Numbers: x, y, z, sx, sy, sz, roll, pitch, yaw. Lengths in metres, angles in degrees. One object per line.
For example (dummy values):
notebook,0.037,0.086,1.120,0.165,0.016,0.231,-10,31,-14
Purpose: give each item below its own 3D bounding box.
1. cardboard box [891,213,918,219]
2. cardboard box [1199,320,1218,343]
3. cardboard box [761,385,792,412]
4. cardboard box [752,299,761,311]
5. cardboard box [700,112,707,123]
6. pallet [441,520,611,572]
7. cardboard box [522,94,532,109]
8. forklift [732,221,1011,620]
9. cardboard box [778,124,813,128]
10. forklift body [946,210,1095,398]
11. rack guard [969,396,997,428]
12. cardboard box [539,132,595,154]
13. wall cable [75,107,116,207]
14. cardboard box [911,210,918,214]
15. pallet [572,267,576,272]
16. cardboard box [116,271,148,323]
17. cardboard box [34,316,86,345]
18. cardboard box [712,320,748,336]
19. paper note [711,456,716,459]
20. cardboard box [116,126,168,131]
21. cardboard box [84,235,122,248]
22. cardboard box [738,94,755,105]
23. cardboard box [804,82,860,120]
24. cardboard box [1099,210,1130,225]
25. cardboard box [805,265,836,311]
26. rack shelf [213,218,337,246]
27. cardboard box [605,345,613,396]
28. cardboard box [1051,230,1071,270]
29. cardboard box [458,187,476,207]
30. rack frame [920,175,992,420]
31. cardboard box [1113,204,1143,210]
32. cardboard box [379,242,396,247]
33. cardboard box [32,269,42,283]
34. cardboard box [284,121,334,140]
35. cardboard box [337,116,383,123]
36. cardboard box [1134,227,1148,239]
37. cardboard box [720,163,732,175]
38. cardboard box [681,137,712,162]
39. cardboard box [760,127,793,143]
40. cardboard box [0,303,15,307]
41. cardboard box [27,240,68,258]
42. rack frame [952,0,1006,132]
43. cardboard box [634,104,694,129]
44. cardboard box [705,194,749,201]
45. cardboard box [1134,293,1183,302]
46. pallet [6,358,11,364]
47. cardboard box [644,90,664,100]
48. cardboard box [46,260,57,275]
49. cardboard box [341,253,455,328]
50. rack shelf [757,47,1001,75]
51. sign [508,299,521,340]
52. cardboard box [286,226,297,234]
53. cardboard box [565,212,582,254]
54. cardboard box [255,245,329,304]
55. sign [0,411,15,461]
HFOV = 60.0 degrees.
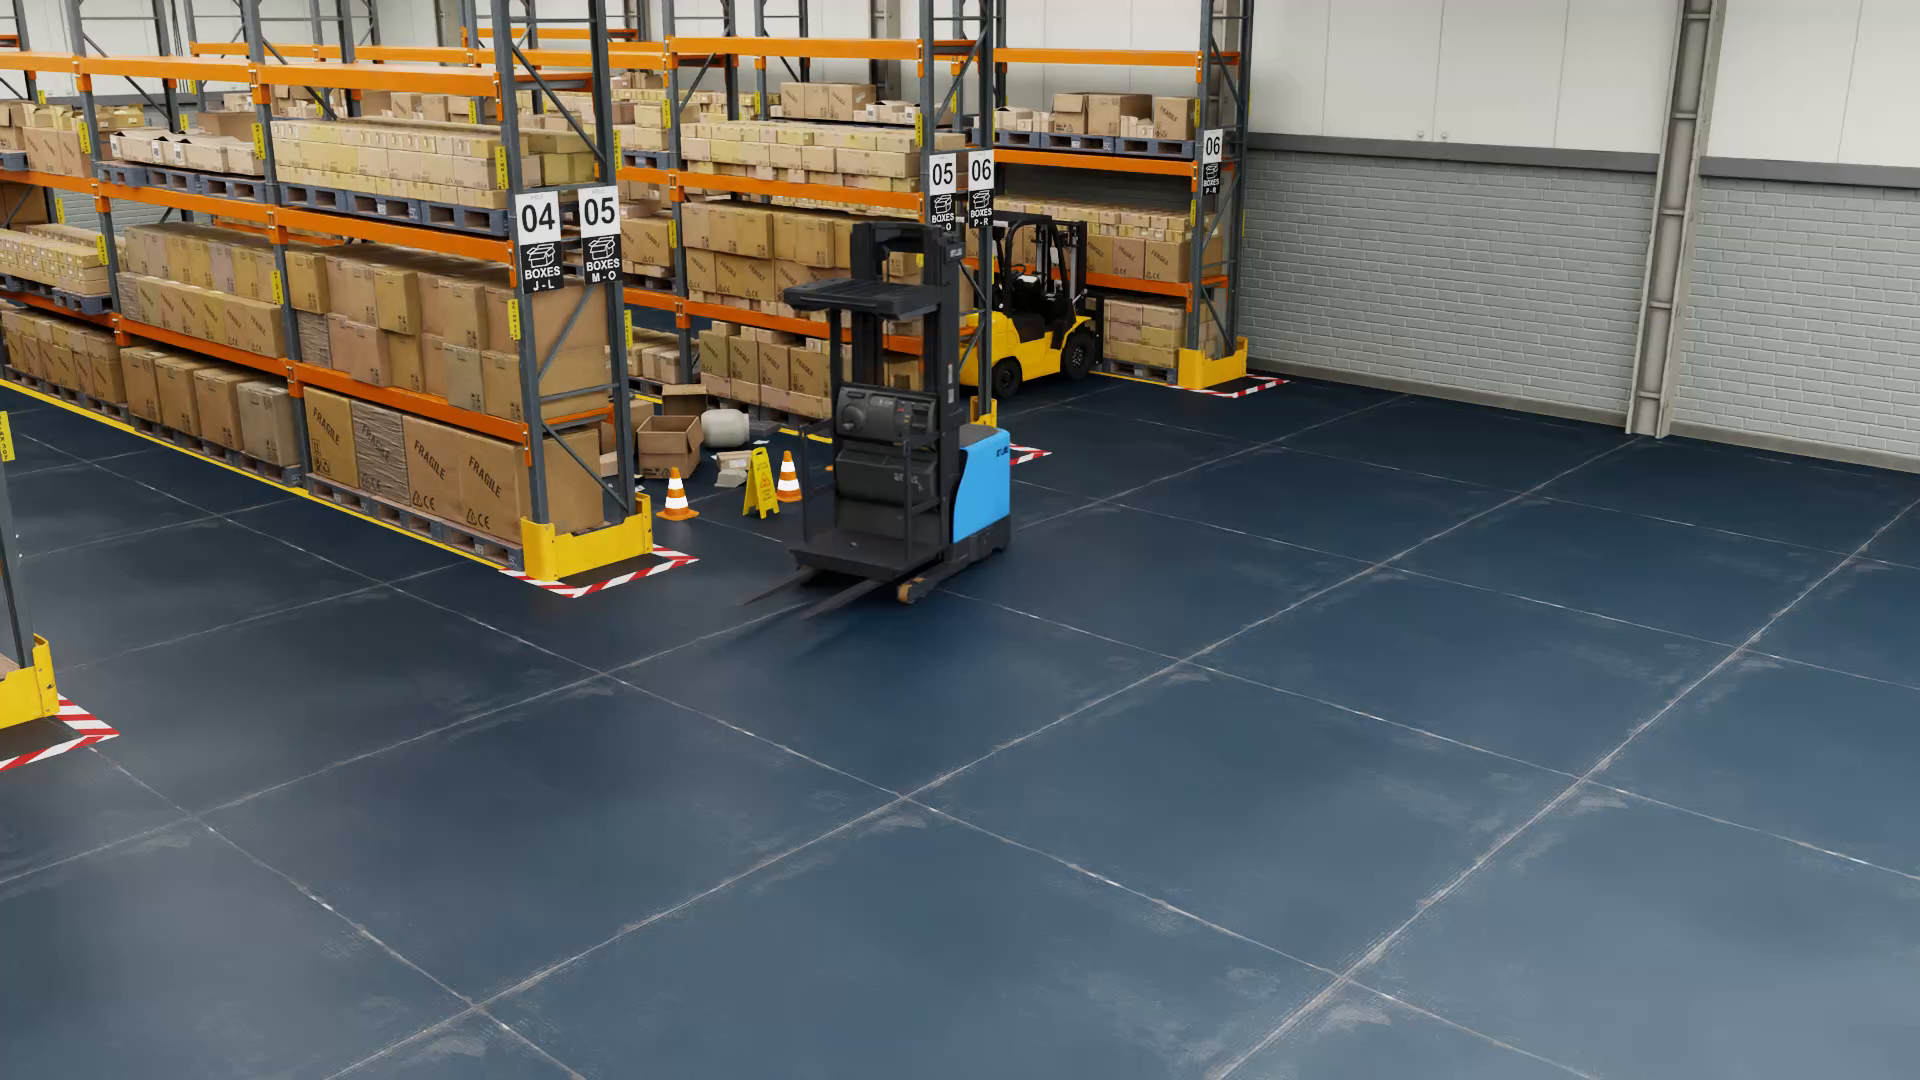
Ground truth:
cardboard box,-0.656,-4.618,24.125,0.500,0.250,0.500,14,23,38
cardboard box,3.049,-2.775,21.920,0.500,0.250,0.500,16,23,40
cardboard box,-1.954,-1.684,19.311,0.500,0.250,0.500,15,23,39
cardboard box,-2.174,-2.740,19.201,0.250,0.149,0.380,15,23,39
cardboard box,-4.017,-6.719,26.614,0.500,0.250,0.500,15,23,39
pallet,-3.890,-0.055,14.936,1.213,0.211,1.003,15,23,39
cardboard box,-7.384,-7.765,29.419,0.500,0.250,0.500,15,23,38
forklift,-0.715,-1.034,13.524,1.130,2.935,3.031,10,20,28
cardboard box,-1.850,-4.655,18.958,0.250,0.149,0.380,14,23,38
forklift body,0.633,-3.069,21.226,1.214,2.155,2.313,15,23,39
rack guard,-0.086,-1.205,18.083,0.348,0.500,1.175,15,23,39
cardboard box,-3.278,-3.318,13.887,0.250,0.149,0.380,15,23,40
wall cable,-16.230,-7.220,31.172,0.123,1.953,0.585,15,23,39
cardboard box,-0.485,-4.792,24.016,0.250,0.149,0.380,15,23,39
pallet,-5.409,-3.777,22.373,1.003,0.211,1.213,15,23,39
cardboard box,-9.067,-2.744,18.634,0.500,0.500,0.500,15,23,40
cardboard box,-11.059,-2.599,20.541,0.500,0.250,0.500,16,24,41
cardboard box,-2.706,-2.523,19.641,0.250,0.149,0.380,15,23,40
paper note,-2.594,-0.905,17.931,0.148,0.019,0.142,-9,20,-27
cardboard box,-9.474,-4.500,19.208,0.500,0.500,0.500,15,23,39
cardboard box,-10.424,-3.612,20.271,0.250,0.149,0.380,16,24,41
cardboard box,-3.301,-6.880,25.971,0.250,0.149,0.380,14,22,37
cardboard box,-1.897,-6.558,24.832,0.500,0.500,0.700,14,23,38
cardboard box,2.030,-4.211,21.693,0.250,0.149,0.380,16,23,41
cardboard box,-1.362,-2.820,18.383,0.500,0.500,0.500,15,23,39
rack shelf,-10.501,-4.850,26.623,4.000,0.370,1.077,15,23,39
cardboard box,-4.180,-1.945,19.163,0.500,0.500,0.500,15,23,39
cardboard box,1.571,-3.900,22.276,0.500,0.500,0.500,15,23,40
cardboard box,-3.901,-2.840,13.699,0.250,0.149,0.380,15,23,40
rack frame,-0.030,-2.382,17.657,0.127,3.000,1.000,15,23,39
cardboard box,2.253,-4.405,22.304,0.250,0.149,0.380,14,23,38
cardboard box,-8.090,-4.361,24.143,0.500,0.250,0.500,15,23,39
cardboard box,-10.853,-3.182,19.900,0.250,0.149,0.380,16,24,41
cardboard box,-5.993,-3.781,15.347,0.250,0.149,0.380,15,23,39
cardboard box,-5.746,-3.981,15.976,0.250,0.149,0.380,15,23,39
cardboard box,2.453,-3.979,21.453,0.250,0.149,0.380,16,23,40
cardboard box,-2.534,-4.287,19.116,0.250,0.149,0.380,15,23,39
cardboard box,-2.874,-4.534,19.238,0.500,0.250,0.500,14,23,38
cardboard box,-1.992,-4.489,18.435,0.250,0.149,0.380,15,23,38
cardboard box,-13.487,-3.211,23.307,0.250,0.149,0.380,15,23,40
cardboard box,-10.860,-3.466,19.813,0.250,0.149,0.380,17,24,42
rack frame,0.271,-7.168,22.821,0.127,3.000,1.000,15,23,39
cardboard box,-3.539,-5.069,19.893,0.500,0.250,0.500,16,23,40
cardboard box,-3.725,-5.379,26.655,0.500,0.250,0.500,14,22,37
cardboard box,2.652,-3.110,22.152,0.500,0.250,0.500,15,23,39
pallet,-12.741,-2.448,22.478,1.213,0.211,1.003,15,23,39
cardboard box,-4.932,-7.273,27.176,0.250,0.149,0.380,15,23,40
cardboard box,-10.481,-3.222,19.534,0.250,0.149,0.380,15,23,39
cardboard box,-5.177,-2.325,15.446,0.550,0.550,0.875,15,23,39
rack shelf,-1.225,-7.036,24.256,4.000,0.370,1.077,15,23,39
sign,-3.610,-1.786,13.475,0.005,0.325,0.100,15,23,39
cardboard box,-10.296,-5.074,25.974,0.500,0.500,0.500,15,23,38
cardboard box,-4.665,-3.924,21.167,0.500,0.500,0.500,14,22,37
cardboard box,-6.607,-2.667,16.739,0.500,0.500,0.700,15,23,38
sign,-6.247,-0.675,10.848,0.005,0.325,0.100,15,23,39
